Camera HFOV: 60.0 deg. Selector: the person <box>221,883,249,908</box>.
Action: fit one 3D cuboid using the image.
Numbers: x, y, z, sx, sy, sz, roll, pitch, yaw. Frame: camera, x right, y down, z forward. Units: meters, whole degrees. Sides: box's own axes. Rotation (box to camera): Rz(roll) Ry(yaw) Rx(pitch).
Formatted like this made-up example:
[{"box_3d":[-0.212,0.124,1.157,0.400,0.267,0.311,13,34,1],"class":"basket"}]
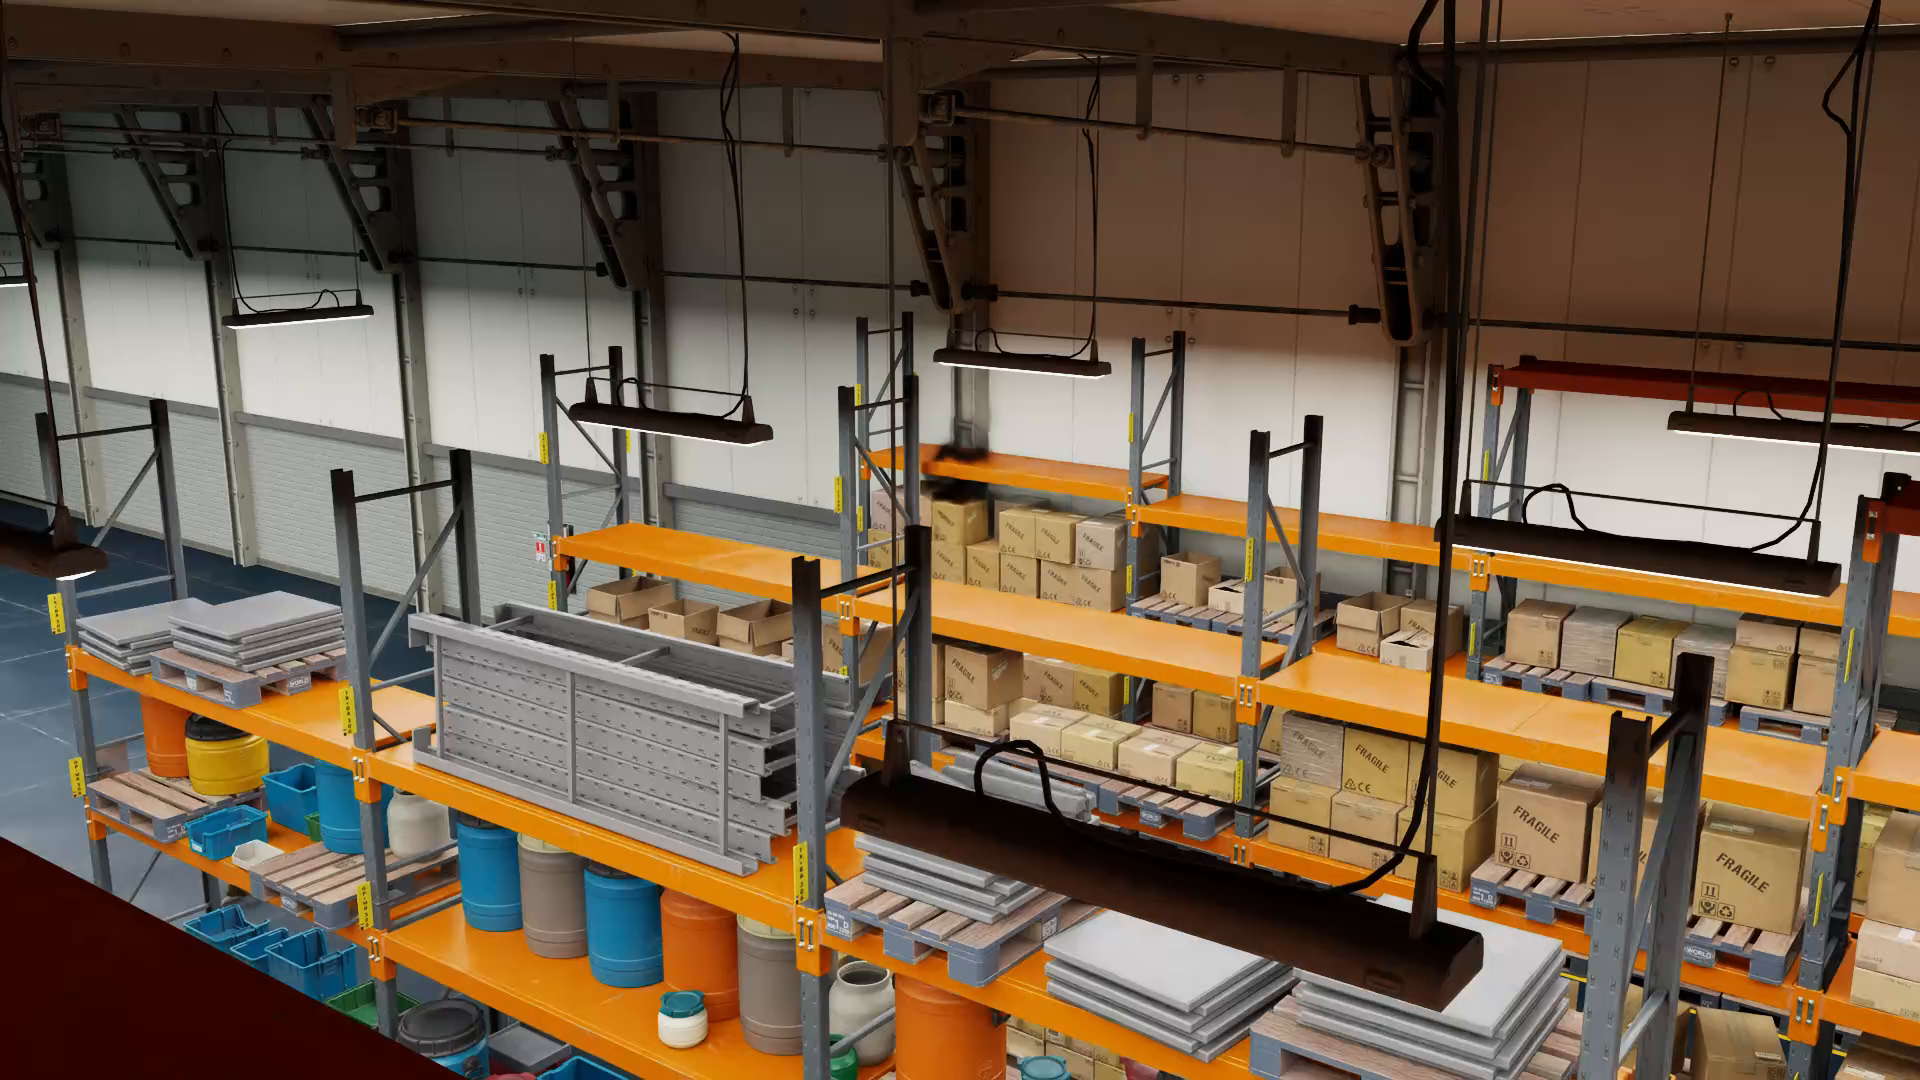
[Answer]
[{"box_3d":[-7.620,3.103,17.948,0.988,1.802,0.687,-5,14,-21],"class":"person"}]
